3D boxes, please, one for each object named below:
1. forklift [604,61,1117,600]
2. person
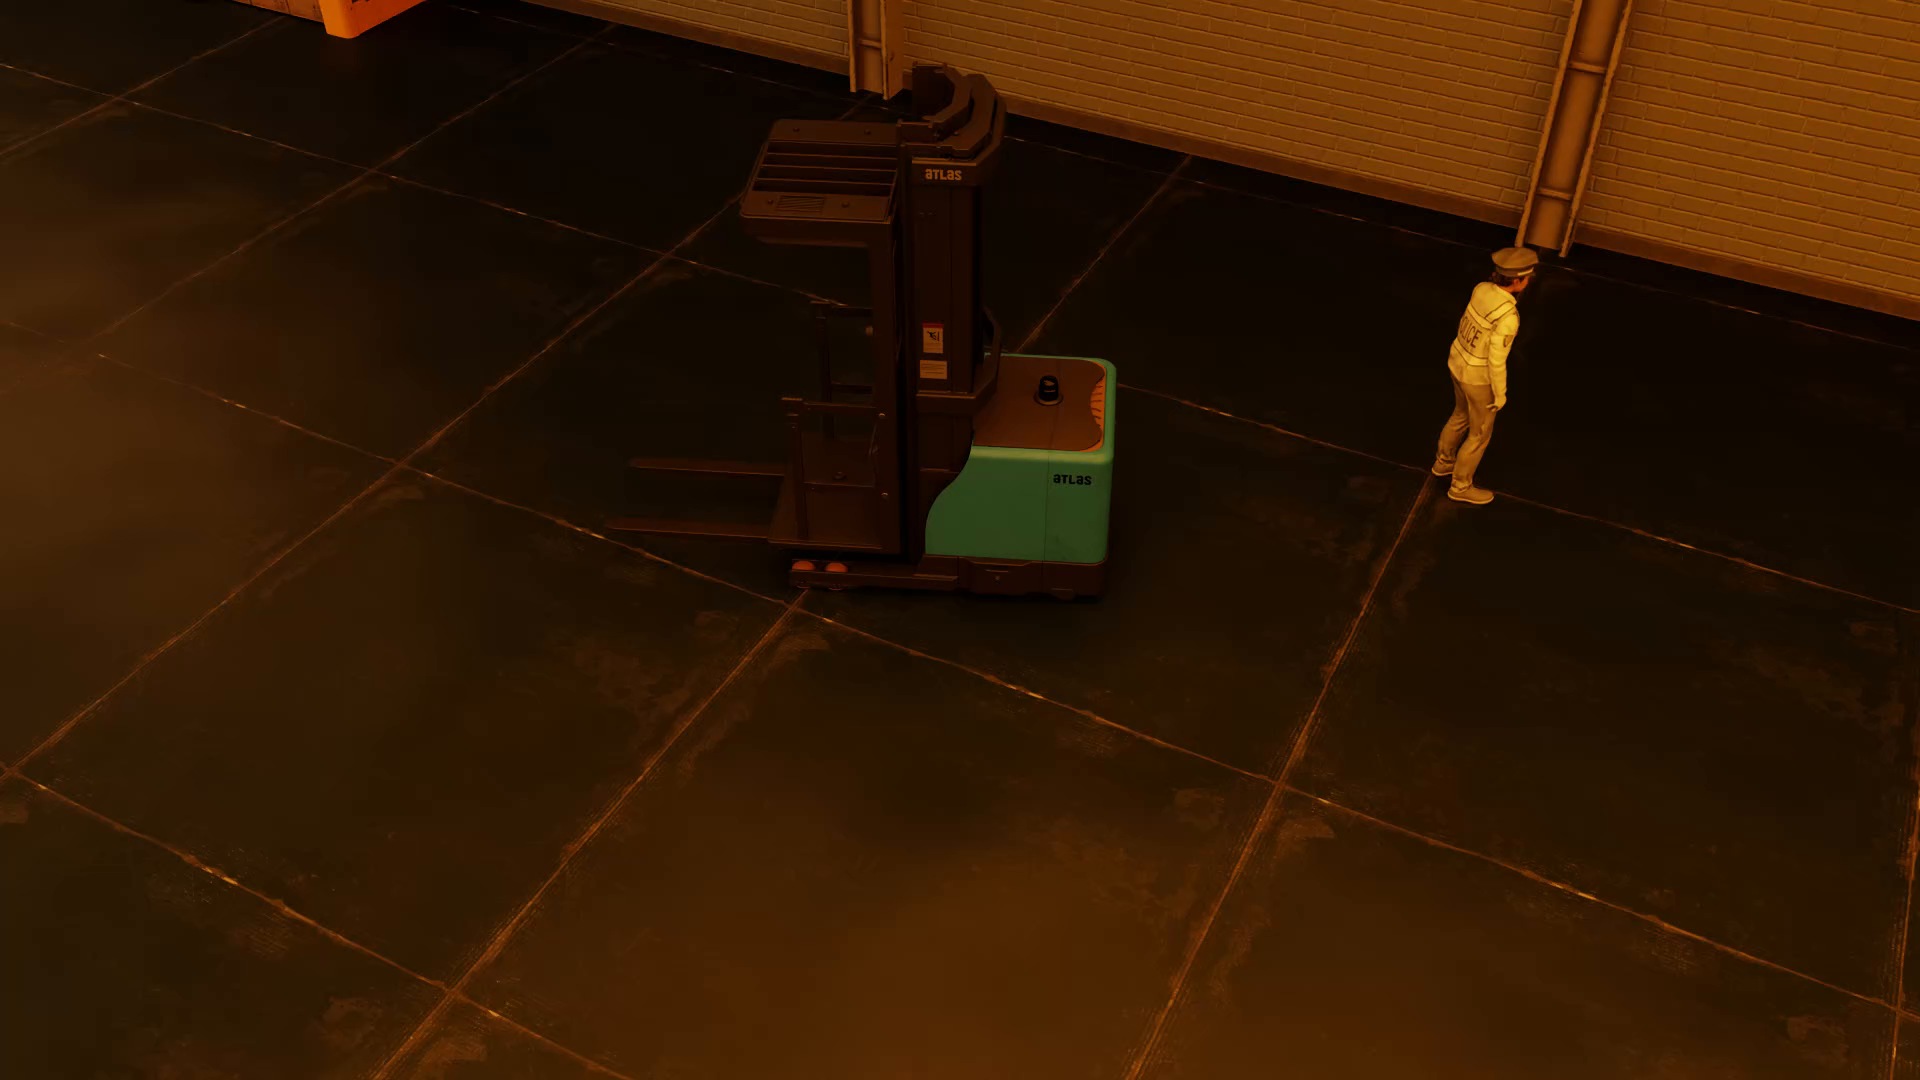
[{"bbox_3d":[-0.606,-1.157,9.360,3.031,2.935,1.130,3,40,4],"label":"forklift"},{"bbox_3d":[3.186,-1.011,10.173,0.374,1.663,0.529,-6,40,-7],"label":"person"}]
